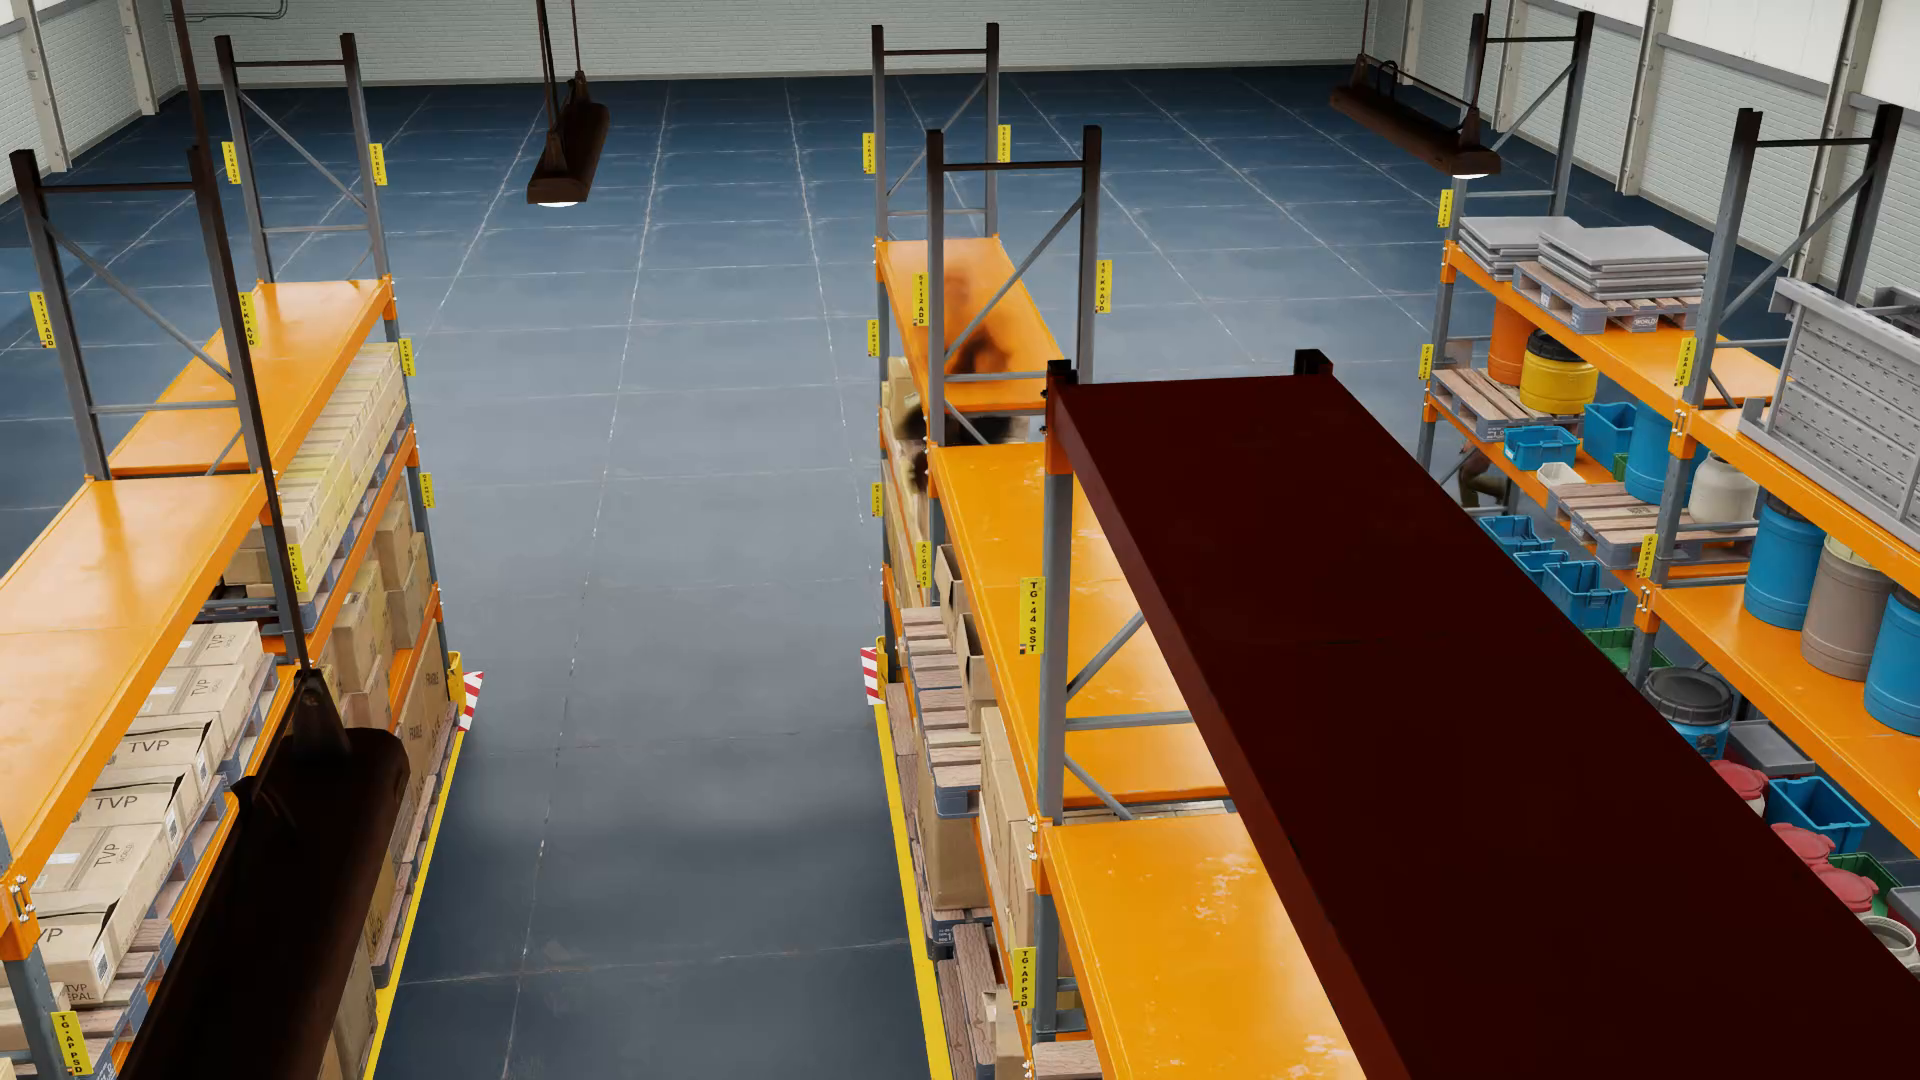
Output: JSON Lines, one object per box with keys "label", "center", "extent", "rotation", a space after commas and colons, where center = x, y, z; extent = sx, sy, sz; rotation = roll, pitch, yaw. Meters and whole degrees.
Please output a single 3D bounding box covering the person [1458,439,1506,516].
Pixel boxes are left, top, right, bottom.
{"label": "person", "center": [5.956, -1.049, 18.716], "extent": [0.728, 1.744, 0.712], "rotation": [8, 27, 17]}
